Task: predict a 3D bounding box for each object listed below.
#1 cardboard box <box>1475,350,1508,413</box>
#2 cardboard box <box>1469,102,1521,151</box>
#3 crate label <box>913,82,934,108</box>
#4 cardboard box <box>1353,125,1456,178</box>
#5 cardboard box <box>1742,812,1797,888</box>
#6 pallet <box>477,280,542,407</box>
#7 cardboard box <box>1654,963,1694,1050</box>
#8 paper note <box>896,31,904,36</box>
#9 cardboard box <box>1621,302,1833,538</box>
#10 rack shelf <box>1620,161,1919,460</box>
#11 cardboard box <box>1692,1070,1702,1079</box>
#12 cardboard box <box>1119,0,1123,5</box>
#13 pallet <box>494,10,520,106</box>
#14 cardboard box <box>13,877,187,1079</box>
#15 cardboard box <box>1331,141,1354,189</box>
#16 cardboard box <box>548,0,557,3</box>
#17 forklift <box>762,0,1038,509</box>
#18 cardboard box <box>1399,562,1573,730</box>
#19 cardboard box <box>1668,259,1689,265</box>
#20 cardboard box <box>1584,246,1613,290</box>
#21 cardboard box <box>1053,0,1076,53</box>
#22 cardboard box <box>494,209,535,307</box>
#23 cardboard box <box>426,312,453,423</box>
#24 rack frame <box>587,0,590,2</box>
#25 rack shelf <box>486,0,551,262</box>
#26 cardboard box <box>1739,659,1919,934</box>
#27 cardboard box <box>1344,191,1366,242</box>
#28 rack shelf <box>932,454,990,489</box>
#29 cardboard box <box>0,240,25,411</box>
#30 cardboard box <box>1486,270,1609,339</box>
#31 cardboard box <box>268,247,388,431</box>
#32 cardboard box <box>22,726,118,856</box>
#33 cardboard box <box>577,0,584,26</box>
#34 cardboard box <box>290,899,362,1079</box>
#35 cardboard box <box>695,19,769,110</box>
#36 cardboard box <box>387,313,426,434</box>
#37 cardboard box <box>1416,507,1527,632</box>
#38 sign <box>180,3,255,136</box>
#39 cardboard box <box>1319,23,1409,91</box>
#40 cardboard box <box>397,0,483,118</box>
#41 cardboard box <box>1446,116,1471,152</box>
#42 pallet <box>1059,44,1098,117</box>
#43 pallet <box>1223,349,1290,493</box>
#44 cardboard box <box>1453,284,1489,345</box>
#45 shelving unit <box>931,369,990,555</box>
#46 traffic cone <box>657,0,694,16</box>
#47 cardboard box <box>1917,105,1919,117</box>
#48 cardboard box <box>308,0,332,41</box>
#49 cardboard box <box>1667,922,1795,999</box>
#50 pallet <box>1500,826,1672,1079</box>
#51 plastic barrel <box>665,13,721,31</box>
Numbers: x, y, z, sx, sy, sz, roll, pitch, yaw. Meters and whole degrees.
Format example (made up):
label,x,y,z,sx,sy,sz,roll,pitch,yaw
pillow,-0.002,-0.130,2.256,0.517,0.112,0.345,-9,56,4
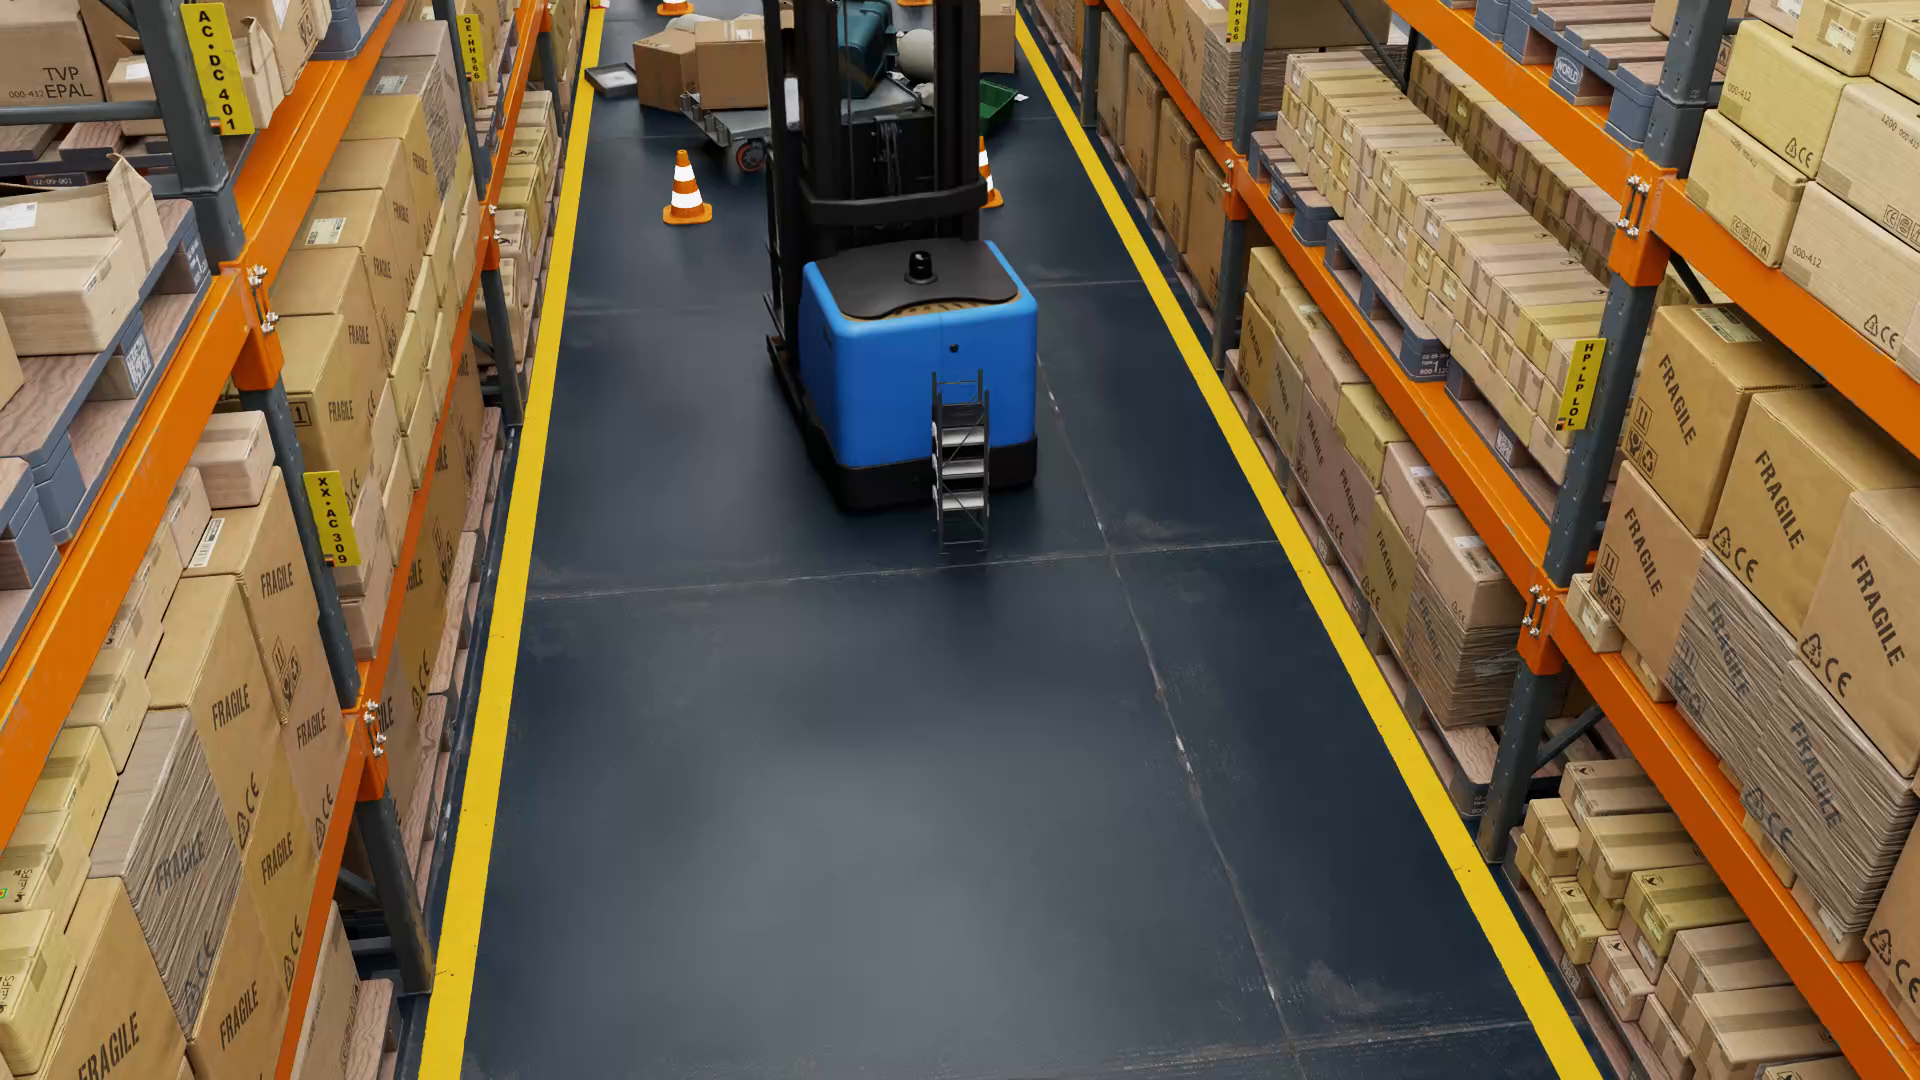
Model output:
label,x,y,z,sx,sy,sz,roll,pitch,yaw
cardboard box,2.202,-0.617,6.342,0.380,0.149,0.250,-4,35,-7
cardboard box,2.607,-1.930,7.741,0.380,0.149,0.250,-3,34,-5
crate label,-0.235,-3.590,13.396,0.250,0.136,0.298,27,43,34
cardboard box,1.992,-1.746,7.470,0.380,0.149,0.250,-3,34,-4
cardboard box,2.429,0.811,4.619,0.380,0.149,0.250,-4,34,-5
pallet,-3.014,-1.141,9.737,1.003,0.211,1.213,-4,35,-6
cardboard box,2.475,1.470,5.323,0.380,0.149,0.250,-6,35,-9
paper note,-0.572,-4.545,14.893,0.144,0.017,0.142,7,35,10
cardboard box,2.338,-0.364,4.879,0.500,0.500,0.500,-4,34,-5
rack shelf,2.788,0.117,3.389,1.077,0.370,4.000,-4,35,-6
cardboard box,2.524,1.744,5.186,0.380,0.149,0.250,-6,35,-8
cardboard box,1.316,-3.966,11.318,0.500,0.500,0.500,-4,34,-6
pallet,-3.218,-2.880,9.982,1.003,0.211,1.213,-4,35,-6
cardboard box,-1.838,1.010,3.127,0.500,0.500,0.500,-4,35,-6
cardboard box,1.959,-1.756,7.749,0.380,0.149,0.250,-4,35,-6
cardboard box,-3.218,-4.129,12.471,0.380,0.149,0.250,-4,34,-6
forklift,-0.502,-2.193,8.866,1.130,2.935,3.031,-9,35,-13
cardboard box,2.170,0.409,6.833,0.500,0.500,0.500,-5,35,-7
cardboard box,2.815,-1.065,6.470,0.380,0.149,0.250,-5,35,-7
cardboard box,2.776,-1.088,6.768,0.380,0.149,0.250,-3,34,-4
cardboard box,1.303,-4.675,13.961,0.875,0.875,0.875,-4,34,-6
cardboard box,-3.084,-1.672,10.001,0.950,0.372,0.625,-5,35,-7
cardboard box,-2.353,-0.684,6.724,0.500,0.250,0.500,-5,35,-7
rack frame,-3.987,-6.322,14.862,1.000,3.000,0.127,-4,35,-6
rack shelf,-3.180,-2.676,10.152,1.077,0.370,4.000,-4,35,-6
cardboard box,2.441,0.634,4.303,0.500,0.500,0.500,-5,35,-7
cardboard box,1.990,-1.494,7.629,0.380,0.149,0.250,-3,34,-5
rack shelf,0.001,-0.340,8.009,0.258,0.077,0.200,-4,35,-6
cardboard box,-2.160,-0.372,2.915,0.797,0.503,0.637,-2,34,-3
cardboard box,2.202,-0.875,6.193,0.380,0.149,0.250,-5,35,-8
cardboard box,-2.243,-0.629,5.532,0.500,0.500,0.500,-5,35,-7
cardboard box,-1.907,0.518,3.273,0.380,0.149,0.250,-5,35,-7
cardboard box,-3.549,-4.638,14.462,0.500,0.250,0.500,-4,35,-6
cardboard box,-2.395,1.619,5.114,0.875,0.438,0.875,-5,35,-7
cardboard box,-1.689,-3.521,12.300,0.500,0.500,0.500,-4,35,-6
cardboard box,-2.292,-0.609,6.169,0.500,0.250,0.500,-4,34,-6
cardboard box,2.168,0.097,6.625,0.500,0.250,0.500,-5,35,-8
sign,-1.823,-1.154,4.087,0.100,0.325,0.005,-4,35,-6
cardboard box,2.188,-2.601,9.314,0.500,0.500,0.500,-4,34,-6
cardboard box,-2.742,-2.464,8.476,0.500,0.500,0.500,-5,35,-8
cardboard box,2.574,-1.945,8.026,0.380,0.149,0.250,-4,34,-5
pallet,1.418,-3.799,13.637,1.003,0.211,1.213,-4,35,-6
pallet,2.084,-0.700,9.090,1.003,0.211,1.213,-4,35,-6
cardboard box,2.161,-0.894,6.484,0.380,0.149,0.250,-5,35,-8
shelving unit,0.001,-0.367,7.990,0.258,0.900,0.210,-4,35,-6
traffic cone,-2.651,-5.131,15.368,0.336,0.463,0.334,-4,35,-6
cardboard box,2.401,-0.986,3.705,0.380,0.149,0.250,-5,35,-8
cardboard box,-2.196,-1.674,5.214,0.380,0.166,0.250,-7,35,-10
cardboard box,2.479,1.350,5.236,0.380,0.149,0.250,-5,35,-8
pallet,2.644,1.468,5.908,1.003,0.211,1.213,-4,35,-6
plastic barrel,-2.209,-4.219,14.065,0.512,0.421,0.421,20,39,26
